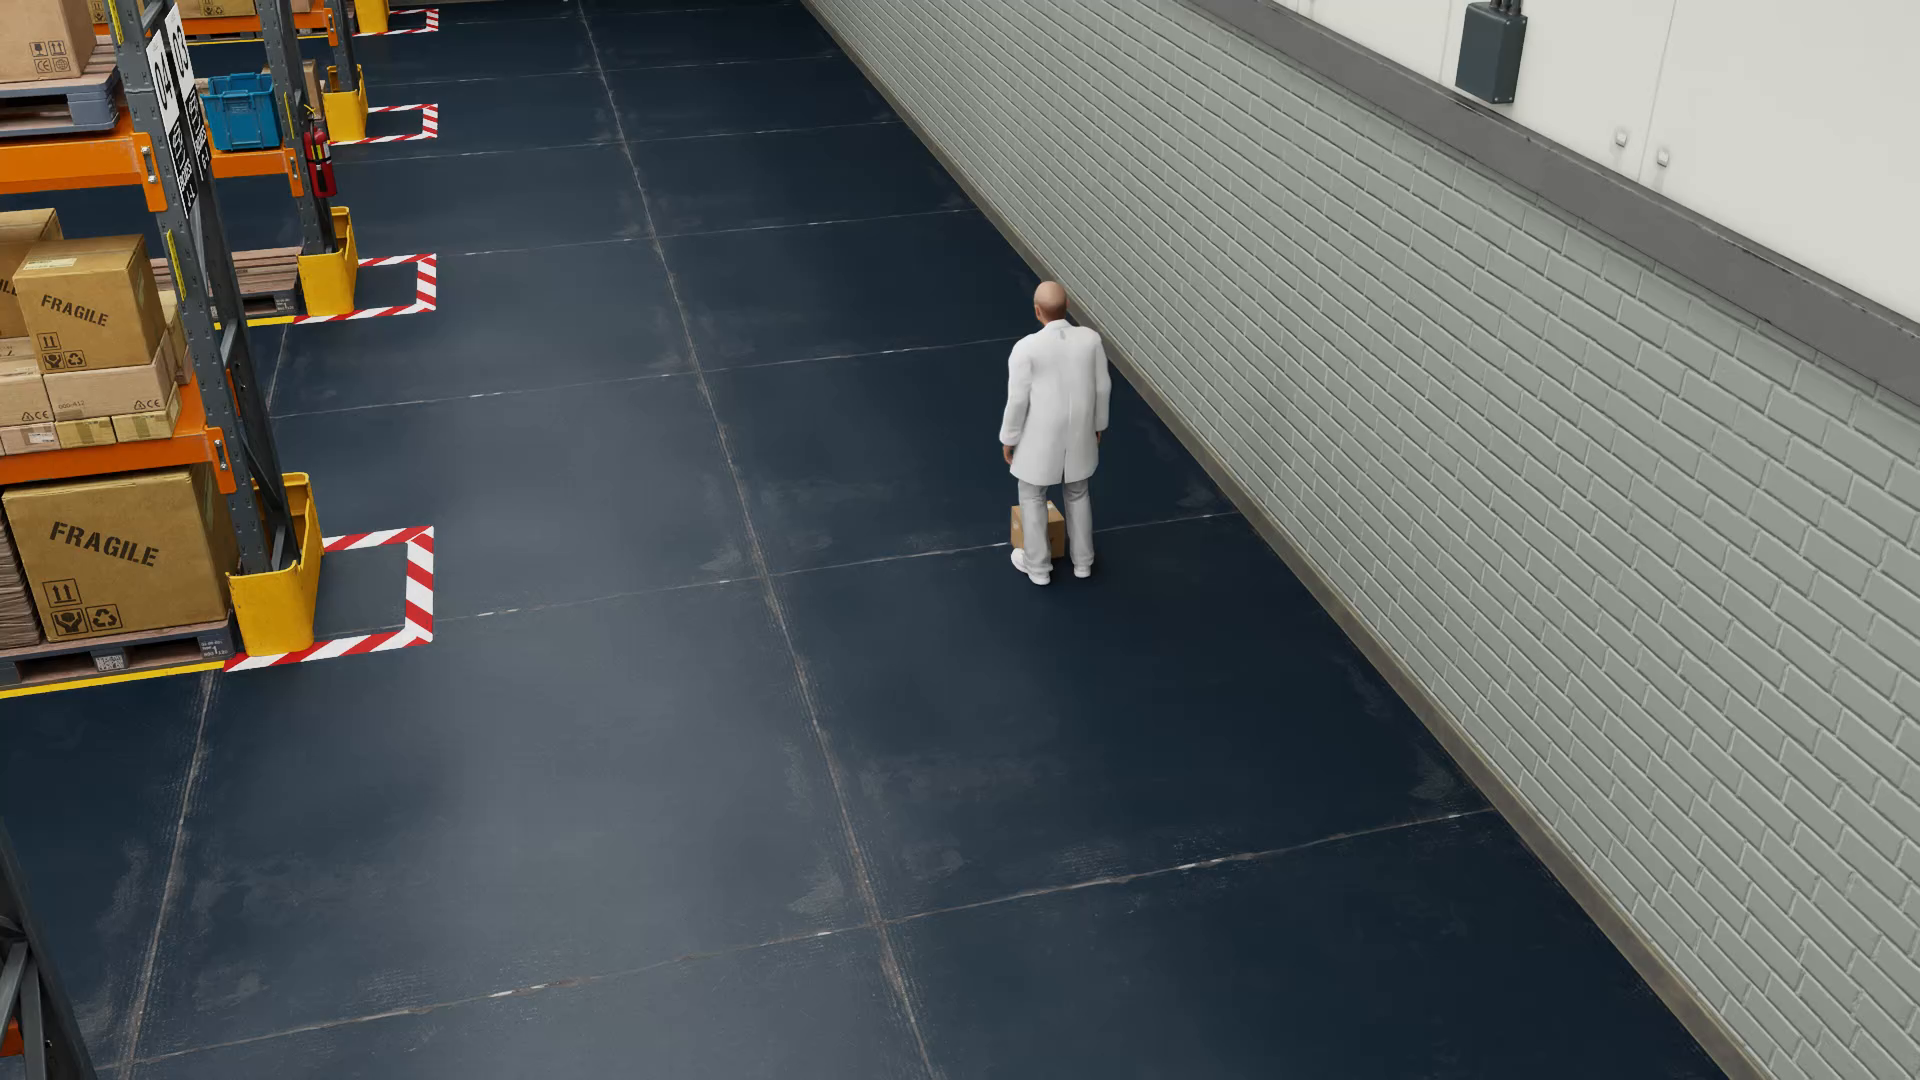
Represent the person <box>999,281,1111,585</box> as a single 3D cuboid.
[{"bbox_3d":[0.524,-0.590,9.289,0.646,1.772,0.429,-10,31,-16],"label":"person"}]
